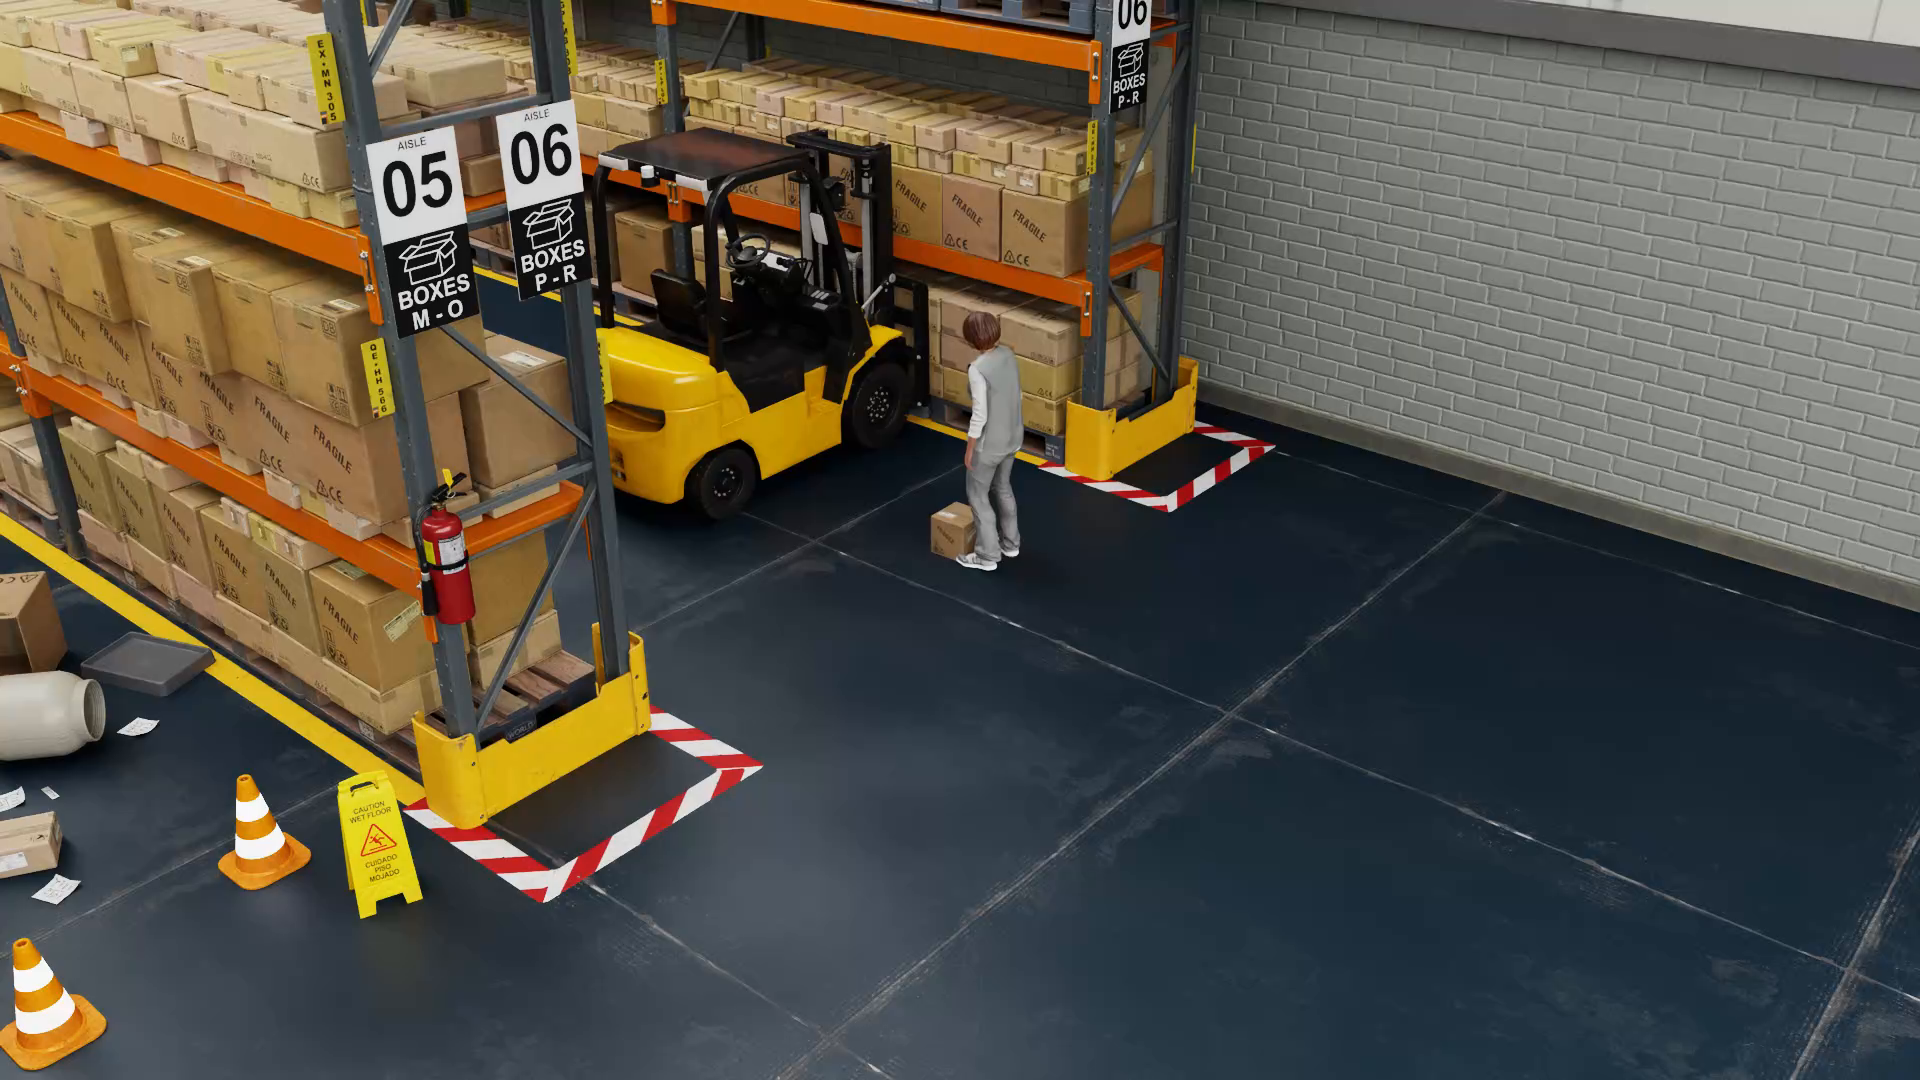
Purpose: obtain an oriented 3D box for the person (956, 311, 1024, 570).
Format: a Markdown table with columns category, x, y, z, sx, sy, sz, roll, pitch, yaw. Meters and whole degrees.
| category | x | y | z | sx | sy | sz | roll | pitch | yaw |
| --- | --- | --- | --- | --- | --- | --- | --- | --- | --- |
| person | 0.186 | -0.574 | 9.724 | 0.347 | 1.592 | 0.475 | 19 | 33 | 32 |
